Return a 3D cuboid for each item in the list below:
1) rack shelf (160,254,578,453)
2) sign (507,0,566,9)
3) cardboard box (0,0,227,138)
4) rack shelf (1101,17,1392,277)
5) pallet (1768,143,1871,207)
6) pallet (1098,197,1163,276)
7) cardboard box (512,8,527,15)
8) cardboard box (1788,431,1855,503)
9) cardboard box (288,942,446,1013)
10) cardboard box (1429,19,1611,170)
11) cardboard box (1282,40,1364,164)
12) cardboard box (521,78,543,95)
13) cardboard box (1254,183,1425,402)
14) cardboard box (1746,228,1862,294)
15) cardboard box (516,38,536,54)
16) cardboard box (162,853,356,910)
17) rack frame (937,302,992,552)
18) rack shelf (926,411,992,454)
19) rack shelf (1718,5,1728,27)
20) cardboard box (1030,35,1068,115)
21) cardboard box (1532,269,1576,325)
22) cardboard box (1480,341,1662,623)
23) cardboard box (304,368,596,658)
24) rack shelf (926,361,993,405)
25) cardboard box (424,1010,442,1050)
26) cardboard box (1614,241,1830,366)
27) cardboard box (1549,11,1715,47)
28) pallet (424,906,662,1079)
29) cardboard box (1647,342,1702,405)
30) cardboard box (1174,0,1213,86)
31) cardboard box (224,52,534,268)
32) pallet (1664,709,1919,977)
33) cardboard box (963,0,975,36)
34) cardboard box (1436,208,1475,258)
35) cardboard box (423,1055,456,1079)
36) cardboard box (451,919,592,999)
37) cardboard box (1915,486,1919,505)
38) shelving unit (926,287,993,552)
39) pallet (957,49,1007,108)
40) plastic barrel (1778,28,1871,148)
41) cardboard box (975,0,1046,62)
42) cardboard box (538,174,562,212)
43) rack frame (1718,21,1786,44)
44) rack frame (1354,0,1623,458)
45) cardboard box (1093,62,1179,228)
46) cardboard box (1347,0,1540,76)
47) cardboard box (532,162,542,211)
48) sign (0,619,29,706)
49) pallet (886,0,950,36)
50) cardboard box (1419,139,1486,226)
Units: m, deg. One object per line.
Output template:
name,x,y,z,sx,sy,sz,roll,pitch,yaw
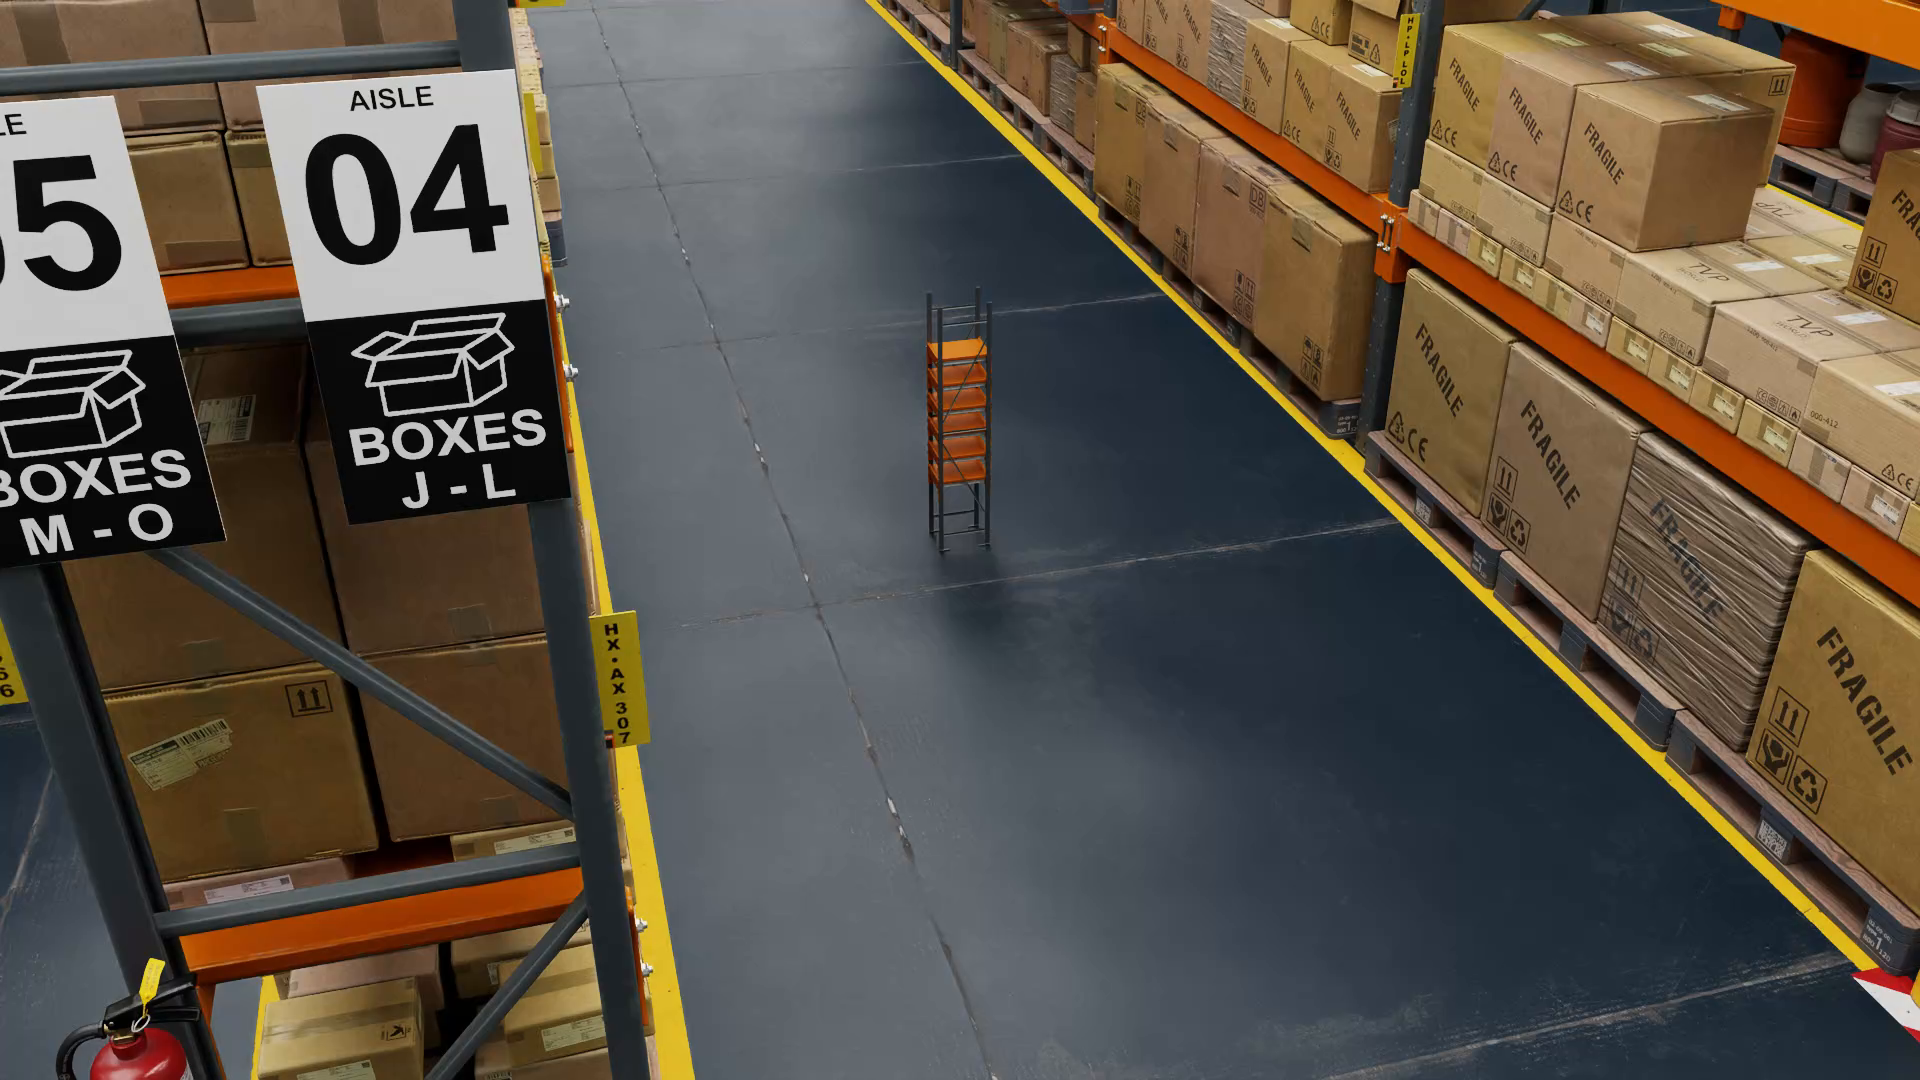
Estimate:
rack shelf,-1.750,-1.217,4.582,1.077,0.370,4.000,-8,31,-13
sign,-0.696,-1.013,2.639,0.100,0.325,0.005,-8,31,-13
cardboard box,-1.586,-0.902,2.971,0.500,0.250,0.500,-9,31,-15
rack shelf,1.997,-2.461,9.726,1.077,0.370,4.000,-8,31,-13
pallet,6.491,-2.815,12.403,1.003,0.211,1.213,-8,31,-13
pallet,1.603,-2.141,11.238,1.003,0.211,1.213,-8,31,-13
cardboard box,-2.429,-2.658,8.585,0.380,0.149,0.250,-6,31,-11
cardboard box,2.976,-0.262,5.459,0.380,0.149,0.250,-7,31,-12
cardboard box,-1.615,1.180,4.550,0.380,0.149,0.250,-7,31,-12
cardboard box,2.409,-1.930,7.194,0.500,0.500,0.500,-8,31,-13
cardboard box,2.016,-2.279,8.594,0.500,0.500,0.500,-7,31,-12
cardboard box,-2.022,-1.912,7.296,0.380,0.149,0.250,-7,31,-12
cardboard box,2.339,-1.375,8.833,1.225,0.875,0.875,-8,31,-13
cardboard box,3.305,-0.951,6.251,0.500,0.250,0.500,-8,31,-14
cardboard box,-2.220,-2.280,7.933,0.380,0.149,0.250,-8,31,-14
cardboard box,-1.578,0.725,3.754,0.380,0.149,0.250,-8,31,-13
rack frame,0.020,-0.482,7.385,0.240,1.200,0.006,-8,31,-13
rack shelf,-0.004,-0.488,7.484,0.258,0.103,0.180,-8,31,-13
rack shelf,5.711,-5.052,14.202,1.077,0.370,4.000,-8,31,-13
cardboard box,0.953,-3.707,13.217,0.700,0.500,0.500,-5,30,-9
cardboard box,2.566,-1.006,6.745,0.380,0.149,0.250,-8,31,-14
cardboard box,2.865,-0.305,6.984,0.875,0.875,0.875,-8,31,-13
cardboard box,-1.082,-0.121,3.570,0.500,0.500,0.500,-8,31,-14
rack shelf,-0.004,-0.696,7.364,0.258,0.103,0.180,-8,31,-13
cardboard box,-1.652,1.309,4.624,0.380,0.149,0.250,-9,31,-14
cardboard box,2.794,-0.879,6.127,0.500,0.250,0.500,-8,31,-13
cardboard box,2.908,-2.009,7.330,0.500,0.500,0.500,-7,31,-12
pallet,-1.421,1.509,4.932,1.003,0.211,1.213,-8,31,-13
cardboard box,2.773,-0.633,6.099,0.380,0.149,0.250,-7,31,-12
cardboard box,1.612,-3.015,9.865,0.500,0.500,0.500,-8,31,-14
cardboard box,-1.092,-0.748,3.204,0.500,0.250,0.500,-7,31,-12
pallet,3.302,0.956,5.887,1.003,0.211,1.213,-8,31,-13
cardboard box,0.337,-4.969,15.416,0.500,0.500,0.500,-9,31,-15
cardboard box,2.356,-1.384,7.397,0.380,0.149,0.250,-9,31,-15
cardboard box,-1.560,1.562,4.484,0.380,0.149,0.250,-7,31,-12
cardboard box,-1.220,1.115,4.662,0.380,0.149,0.250,-7,31,-12
cardboard box,3.205,-0.137,4.846,0.500,0.250,0.500,-8,31,-14
shelving unit,-0.004,-0.526,7.462,0.258,1.200,0.189,-8,31,-13
pallet,0.613,-4.088,14.602,1.003,0.211,1.213,-8,31,-13
plastic barrel,6.388,-3.406,12.387,0.600,0.830,0.708,-8,31,-13
cardboard box,0.547,-4.480,14.551,0.700,0.500,0.500,-10,32,-17
cardboard box,-1.942,-1.520,7.214,0.380,0.149,0.250,-9,31,-16
rack frame,6.242,-4.397,12.352,1.000,3.000,0.127,-8,31,-13
rack frame,2.528,-1.807,7.877,1.000,3.000,0.127,-8,31,-13
cardboard box,1.630,-2.665,11.061,1.225,0.875,0.875,-9,31,-16
cardboard box,2.351,-2.591,8.132,0.797,0.503,0.637,-9,31,-15
cardboard box,-1.477,-0.864,4.853,0.500,0.500,0.500,-9,31,-15
sign,-1.759,0.162,3.004,0.100,0.325,0.005,-8,31,-13
pallet,-0.135,-5.374,16.823,1.003,0.211,1.213,-8,31,-13
cardboard box,2.400,-1.609,7.388,0.500,0.250,0.500,-8,31,-14
